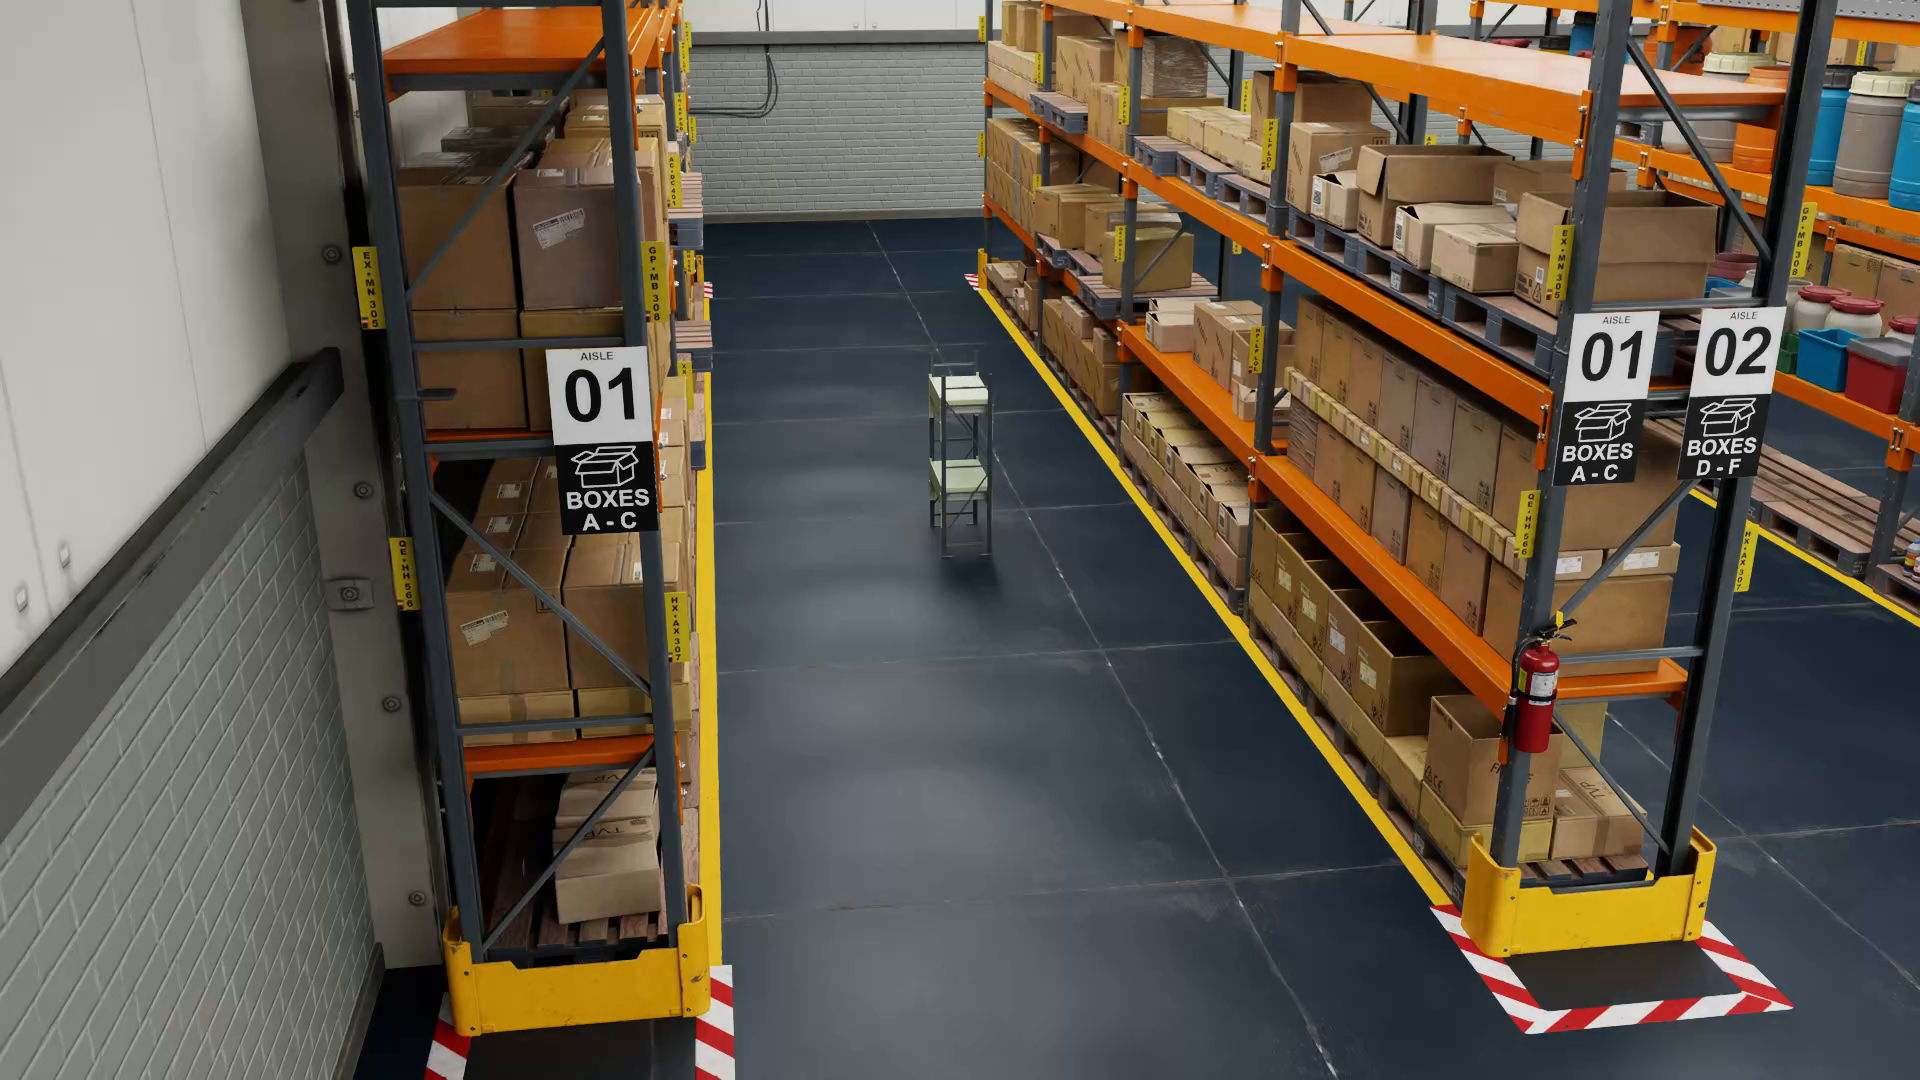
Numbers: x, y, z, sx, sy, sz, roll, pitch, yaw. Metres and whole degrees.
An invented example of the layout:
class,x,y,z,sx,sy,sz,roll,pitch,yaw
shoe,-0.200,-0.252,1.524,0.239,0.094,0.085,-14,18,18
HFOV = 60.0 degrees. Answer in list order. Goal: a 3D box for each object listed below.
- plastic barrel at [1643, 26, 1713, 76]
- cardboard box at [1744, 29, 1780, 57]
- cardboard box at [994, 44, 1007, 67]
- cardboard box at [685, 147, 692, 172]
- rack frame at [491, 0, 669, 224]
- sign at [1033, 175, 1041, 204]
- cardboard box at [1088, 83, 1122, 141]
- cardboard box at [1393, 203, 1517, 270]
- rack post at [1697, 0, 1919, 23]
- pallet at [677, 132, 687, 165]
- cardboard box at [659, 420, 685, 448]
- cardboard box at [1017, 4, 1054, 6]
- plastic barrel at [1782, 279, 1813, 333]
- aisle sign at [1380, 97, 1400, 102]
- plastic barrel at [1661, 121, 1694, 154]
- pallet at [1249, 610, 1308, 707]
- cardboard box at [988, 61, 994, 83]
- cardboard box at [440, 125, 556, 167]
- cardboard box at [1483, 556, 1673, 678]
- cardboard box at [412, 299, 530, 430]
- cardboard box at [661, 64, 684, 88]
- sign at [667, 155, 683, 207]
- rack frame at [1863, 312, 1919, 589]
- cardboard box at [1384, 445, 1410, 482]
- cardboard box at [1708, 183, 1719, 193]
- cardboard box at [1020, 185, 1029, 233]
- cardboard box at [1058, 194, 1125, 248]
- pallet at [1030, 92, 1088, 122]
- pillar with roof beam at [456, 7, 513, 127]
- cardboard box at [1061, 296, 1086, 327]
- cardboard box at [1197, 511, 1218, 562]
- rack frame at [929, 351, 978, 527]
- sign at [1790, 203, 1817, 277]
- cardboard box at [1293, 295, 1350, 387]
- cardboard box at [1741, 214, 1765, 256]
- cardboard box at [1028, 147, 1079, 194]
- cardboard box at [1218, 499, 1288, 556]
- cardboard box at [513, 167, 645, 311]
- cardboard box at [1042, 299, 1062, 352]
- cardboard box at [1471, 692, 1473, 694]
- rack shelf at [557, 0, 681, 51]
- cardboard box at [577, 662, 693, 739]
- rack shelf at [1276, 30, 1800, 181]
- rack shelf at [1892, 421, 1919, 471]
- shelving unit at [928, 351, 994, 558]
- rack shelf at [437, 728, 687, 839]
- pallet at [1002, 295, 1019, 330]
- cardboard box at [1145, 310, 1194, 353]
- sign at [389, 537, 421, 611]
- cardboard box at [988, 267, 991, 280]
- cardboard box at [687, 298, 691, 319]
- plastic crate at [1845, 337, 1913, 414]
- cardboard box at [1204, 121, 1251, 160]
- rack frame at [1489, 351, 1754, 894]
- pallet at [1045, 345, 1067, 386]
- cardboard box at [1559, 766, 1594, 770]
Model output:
class,x,y,z,sx,sy,sz,roll,pitch,yaw
plastic barrel,6.812,-4.458,15.865,0.600,0.830,0.708,-3,21,-8
cardboard box,10.851,-6.619,21.978,0.700,0.500,0.500,-4,21,-11
cardboard box,0.717,-6.184,21.200,0.500,0.250,0.500,-3,21,-8
cardboard box,-3.983,-4.693,21.566,0.980,0.700,0.700,-2,21,-5
rack frame,-2.336,-3.384,9.916,1.000,3.000,0.127,-3,21,-8
sign,0.876,-3.970,18.822,0.100,0.325,0.005,-3,21,-8
cardboard box,1.744,-4.168,16.158,0.910,0.500,0.500,-3,21,-8
cardboard box,2.635,-1.644,8.870,0.500,0.311,0.500,-1,20,-1
rack post,7.098,-4.655,13.033,1.013,1.000,3.121,-3,21,-8
pallet,-3.058,-3.496,14.772,1.213,0.211,1.003,-2,21,-5
cardboard box,-1.823,-0.369,9.530,0.500,0.500,0.500,-4,21,-9
cardboard box,1.092,-6.378,20.647,0.700,0.500,0.500,-3,21,-8
plastic barrel,7.311,-2.020,14.677,0.421,0.512,0.421,0,20,0
aisle sign,6.017,-6.486,23.079,0.394,0.787,0.004,-3,21,-8
plastic barrel,6.632,-3.793,15.138,0.421,0.512,0.421,0,20,0
pallet,2.638,0.759,11.383,1.003,0.211,1.213,-3,21,-8
cardboard box,0.658,-6.124,21.753,0.500,0.250,0.500,-3,21,-8
cardboard box,-2.284,-1.790,8.333,0.500,0.500,0.500,-3,21,-8
cardboard box,3.087,0.351,8.347,0.700,0.500,0.500,-3,21,-8
cardboard box,-2.070,-0.782,7.064,0.500,0.500,0.500,-1,21,-4
cardboard box,-3.328,-5.175,18.468,0.500,0.250,0.500,-3,21,-8
sign,-1.800,-2.251,10.431,0.100,0.325,0.005,-3,21,-8
rack frame,7.467,-1.074,12.303,1.000,3.000,0.127,-3,21,-8
cardboard box,2.672,-0.450,9.565,0.380,0.149,0.250,-3,21,-8
cardboard box,10.513,-4.865,22.814,0.380,0.149,0.250,-3,21,-9
cardboard box,1.010,-3.980,19.943,0.500,0.500,0.500,-2,21,-6
cardboard box,1.421,-3.428,17.865,0.700,0.500,0.500,0,20,1
pallet,1.436,-4.683,17.948,1.213,0.211,1.003,-3,21,-8
pillar with roof beam,0.679,-4.493,12.883,9.100,9.000,0.400,-3,21,-8
cardboard box,1.385,-2.455,17.875,0.500,0.250,0.500,-3,21,-8
cardboard box,2.147,-0.038,12.860,0.500,0.250,0.500,-3,21,-9
rack frame,-0.052,-0.827,13.787,0.400,1.500,0.023,-3,21,-8
sign,3.692,-1.318,7.308,0.100,0.325,0.005,-3,21,-8
cardboard box,2.635,-1.326,10.983,0.700,0.500,0.500,-3,21,-7
cardboard box,11.070,-3.839,22.144,0.875,0.875,0.875,-3,21,-8
cardboard box,1.083,-4.272,19.295,0.500,0.500,0.500,-3,21,-7
cardboard box,2.223,-0.122,12.284,0.500,0.311,0.500,-3,21,-8
cardboard box,-1.575,-1.264,6.927,0.500,0.500,0.500,-4,21,-12
cardboard box,1.240,-2.450,18.933,0.500,0.500,0.500,-4,21,-10
cardboard box,3.126,0.758,9.659,0.500,0.500,0.500,-3,21,-8
rack shelf,-3.201,-4.937,15.674,1.077,0.370,4.000,-3,21,-8
cardboard box,-1.516,0.687,7.776,0.500,0.250,0.500,-4,21,-9
rack shelf,2.853,-2.419,8.930,1.077,0.370,4.000,-3,21,-8
rack shelf,7.756,-0.044,10.575,1.077,0.370,4.000,-3,21,-8
shelving unit,0.001,-0.700,13.448,0.431,1.500,0.755,-3,21,-8
rack shelf,-2.048,0.456,9.237,1.077,0.370,4.000,-3,21,-8
pallet,1.135,-2.950,21.312,1.003,0.211,1.213,-3,21,-8
cardboard box,1.926,-1.849,14.506,0.500,0.311,0.500,-3,21,-8
sign,-2.312,0.142,6.943,0.100,0.325,0.005,-3,21,-8
cardboard box,0.592,-3.610,22.515,0.380,0.166,0.250,-3,21,-8
cardboard box,-2.713,-2.160,15.543,0.380,0.149,0.250,-2,21,-6
plastic crate,7.095,-1.256,12.700,0.402,0.464,0.583,-3,21,-8
cardboard box,2.274,-3.208,13.346,0.500,0.250,0.500,-3,21,-9
rack frame,3.142,0.560,7.930,1.000,3.000,0.127,-3,21,-8
pallet,1.567,-2.009,18.793,1.003,0.211,1.213,-3,21,-8
cardboard box,3.209,1.281,9.328,0.500,0.250,0.500,-3,21,-8
